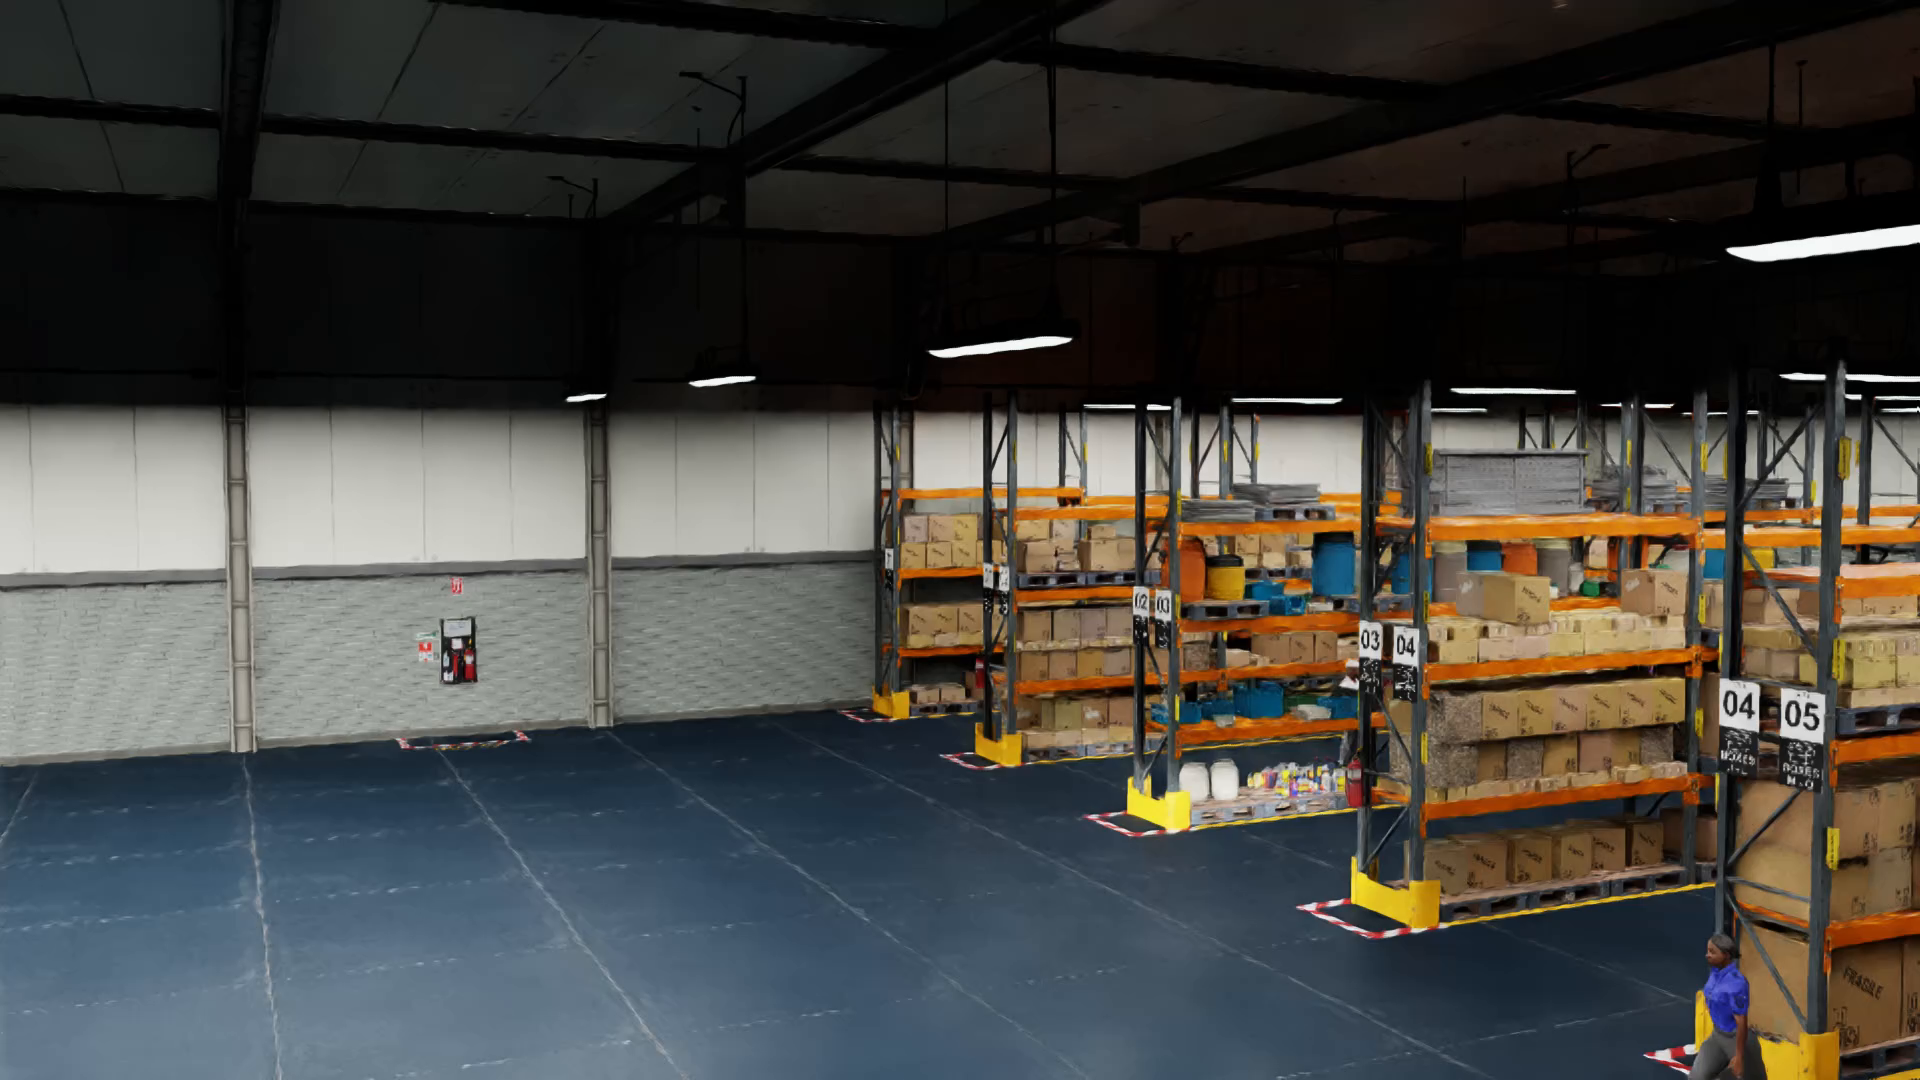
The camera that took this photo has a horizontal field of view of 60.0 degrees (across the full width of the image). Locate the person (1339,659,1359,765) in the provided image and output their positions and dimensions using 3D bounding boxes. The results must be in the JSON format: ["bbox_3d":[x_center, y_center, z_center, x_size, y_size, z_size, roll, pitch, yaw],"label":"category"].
[{"bbox_3d":[6.175,2.748,26.014,0.446,1.766,0.621,2,4,34],"label":"person"}]

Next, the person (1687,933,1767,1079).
[{"bbox_3d":[5.598,3.708,12.105,0.935,1.498,0.491,0,3,-1],"label":"person"}]
